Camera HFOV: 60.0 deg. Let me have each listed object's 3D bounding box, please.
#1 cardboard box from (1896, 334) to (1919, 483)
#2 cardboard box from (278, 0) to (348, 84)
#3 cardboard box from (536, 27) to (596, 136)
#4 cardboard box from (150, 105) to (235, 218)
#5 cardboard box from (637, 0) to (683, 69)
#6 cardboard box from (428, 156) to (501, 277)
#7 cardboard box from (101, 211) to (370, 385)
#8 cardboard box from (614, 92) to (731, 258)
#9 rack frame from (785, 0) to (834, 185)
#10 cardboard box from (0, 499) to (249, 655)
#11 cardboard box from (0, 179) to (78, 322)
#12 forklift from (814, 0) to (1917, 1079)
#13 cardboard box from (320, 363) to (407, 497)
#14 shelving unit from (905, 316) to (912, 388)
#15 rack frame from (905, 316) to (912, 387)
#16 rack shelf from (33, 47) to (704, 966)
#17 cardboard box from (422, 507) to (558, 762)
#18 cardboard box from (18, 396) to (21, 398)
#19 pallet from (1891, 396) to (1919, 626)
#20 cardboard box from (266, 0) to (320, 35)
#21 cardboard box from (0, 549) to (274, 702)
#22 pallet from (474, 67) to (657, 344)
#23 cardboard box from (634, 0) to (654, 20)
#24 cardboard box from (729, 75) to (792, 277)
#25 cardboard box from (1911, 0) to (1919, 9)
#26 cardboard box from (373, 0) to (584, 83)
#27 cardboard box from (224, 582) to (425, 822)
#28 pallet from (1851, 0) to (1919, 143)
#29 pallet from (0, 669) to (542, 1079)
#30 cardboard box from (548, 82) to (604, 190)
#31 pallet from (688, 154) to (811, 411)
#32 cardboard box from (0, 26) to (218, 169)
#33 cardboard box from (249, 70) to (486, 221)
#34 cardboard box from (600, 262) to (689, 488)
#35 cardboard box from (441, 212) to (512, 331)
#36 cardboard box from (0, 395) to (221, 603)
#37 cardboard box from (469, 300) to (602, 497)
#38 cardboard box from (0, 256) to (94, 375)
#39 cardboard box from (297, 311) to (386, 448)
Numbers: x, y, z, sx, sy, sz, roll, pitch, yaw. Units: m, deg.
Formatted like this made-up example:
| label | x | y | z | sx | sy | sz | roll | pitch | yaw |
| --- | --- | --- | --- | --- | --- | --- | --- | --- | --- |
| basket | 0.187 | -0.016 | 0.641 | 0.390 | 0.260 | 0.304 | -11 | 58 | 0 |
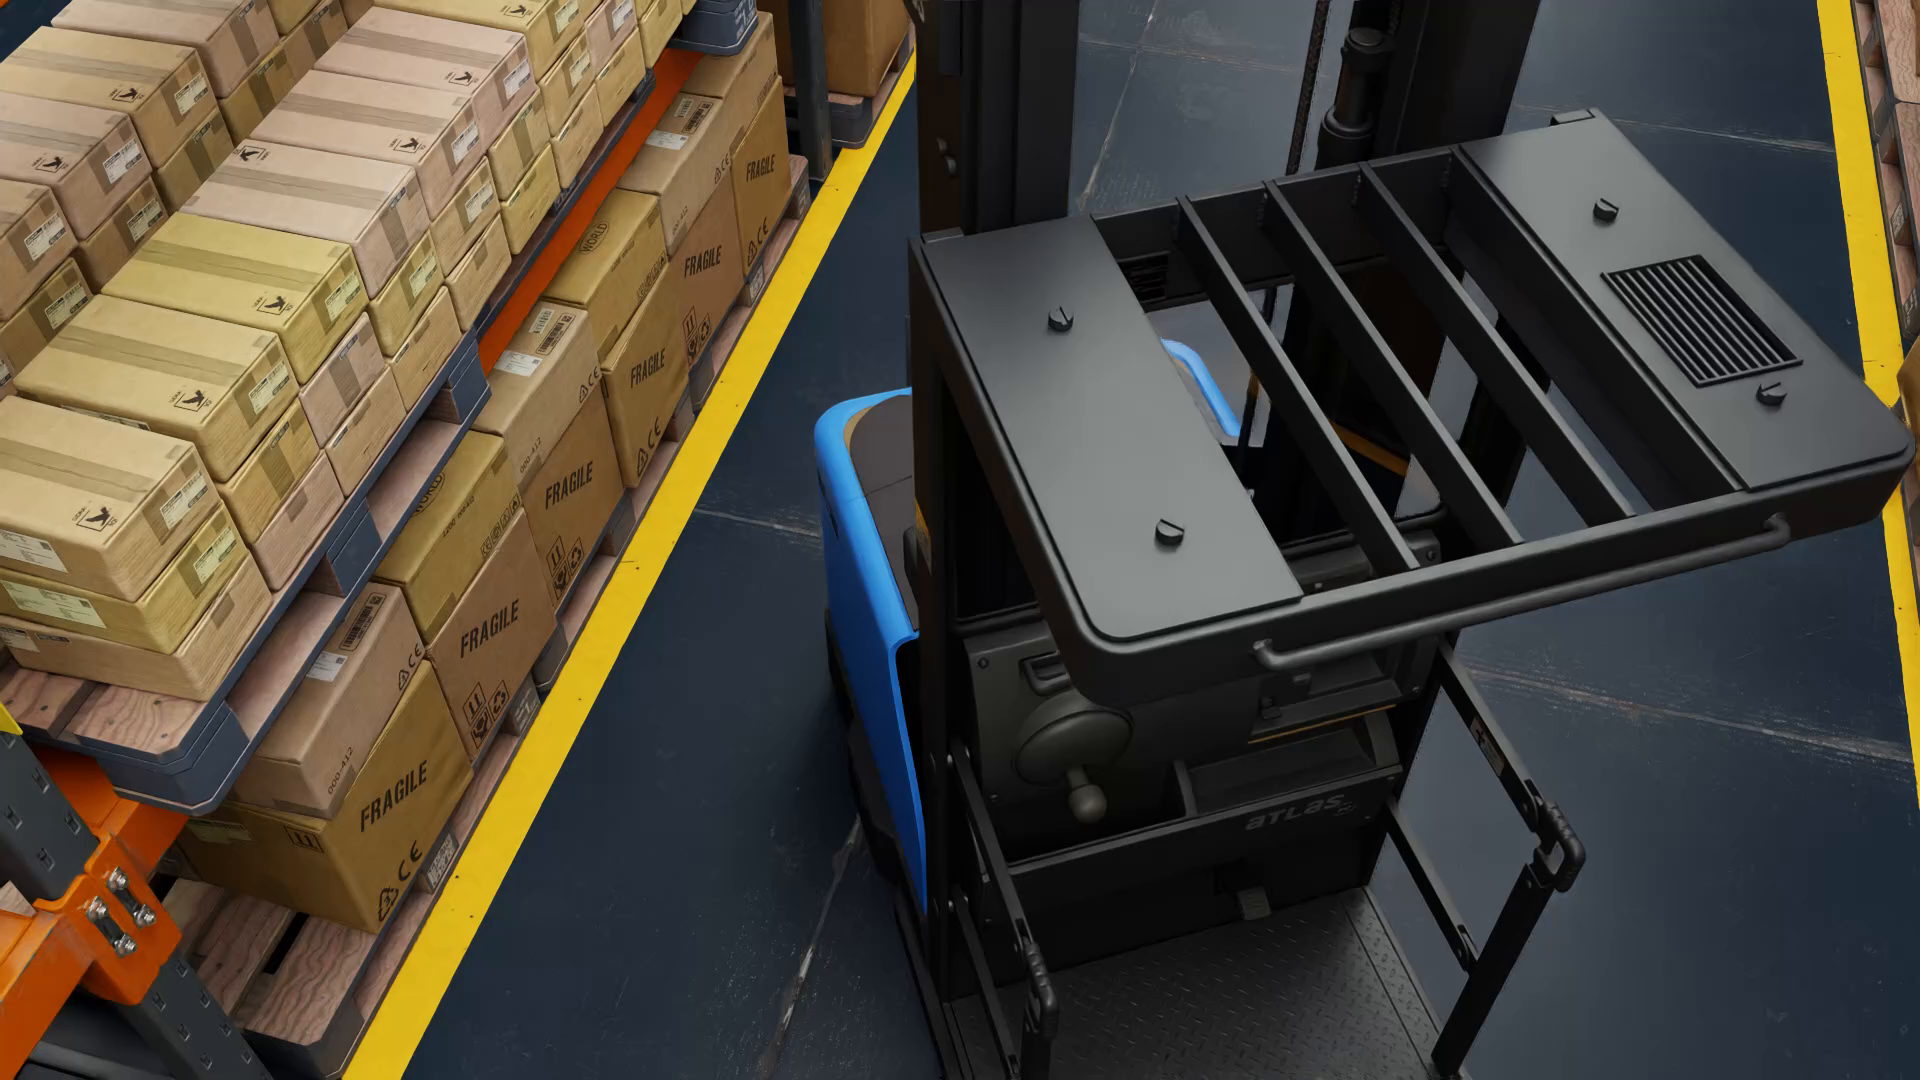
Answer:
| label | x | y | z | sx | sy | sz | roll | pitch | yaw |
| --- | --- | --- | --- | --- | --- | --- | --- | --- | --- |
| cardboard box | 3.561 | -0.408 | 4.747 | 1.225 | 0.875 | 0.875 | 9 | 49 | 8 |
| cardboard box | -1.722 | -1.236 | 4.029 | 0.380 | 0.149 | 0.250 | 13 | 50 | 11 |
| cardboard box | -1.092 | -1.106 | 3.915 | 0.380 | 0.149 | 0.250 | 11 | 49 | 9 |
| cardboard box | -1.861 | -0.863 | 3.700 | 0.380 | 0.149 | 0.250 | 9 | 49 | 8 |
| cardboard box | -0.955 | -1.388 | 4.362 | 0.380 | 0.149 | 0.250 | 10 | 49 | 8 |
| cardboard box | -1.231 | -0.733 | 3.585 | 0.380 | 0.149 | 0.250 | 13 | 50 | 12 |
| cardboard box | -1.364 | -0.461 | 3.147 | 0.380 | 0.149 | 0.250 | 12 | 50 | 10 |
| cardboard box | -1.046 | -1.166 | 5.165 | 0.500 | 0.250 | 0.500 | 12 | 50 | 11 |
| rack frame | -0.996 | -2.519 | 5.473 | 1.000 | 3.000 | 0.127 | 12 | 50 | 10 |
| cardboard box | -1.502 | 0.025 | 2.916 | 0.380 | 0.149 | 0.250 | 12 | 50 | 11 |
| cardboard box | -1.992 | -0.589 | 3.260 | 0.380 | 0.149 | 0.250 | 10 | 49 | 9 |
| forklift | 0.533 | 0.363 | 2.975 | 1.130 | 2.935 | 3.031 | -13 | 50 | -11 |
| cardboard box | -1.365 | -0.258 | 3.364 | 0.380 | 0.149 | 0.250 | 12 | 50 | 10 |
| shelving unit | -0.014 | -0.309 | 4.822 | 0.215 | 1.050 | 0.252 | 12 | 50 | 10 |
| rack frame | -0.046 | -0.220 | 4.744 | 0.200 | 1.050 | 0.008 | 12 | 50 | 10 |
| rack shelf | -1.523 | -0.835 | 4.466 | 1.077 | 0.370 | 4.000 | 12 | 50 | 10 |
| cardboard box | -1.461 | 0.197 | 4.463 | 0.500 | 0.500 | 0.500 | 14 | 50 | 12 |
| cardboard box | -2.068 | -0.196 | 3.310 | 0.380 | 0.149 | 0.250 | 12 | 50 | 10 |
| pallet | 3.482 | 0.011 | 5.100 | 1.003 | 0.211 | 1.213 | 12 | 50 | 10 |
| cardboard box | -1.718 | -1.345 | 3.927 | 0.380 | 0.149 | 0.250 | 11 | 49 | 10 |
| cardboard box | -1.502 | 0.124 | 3.027 | 0.380 | 0.149 | 0.250 | 9 | 49 | 8 |
| pallet | -1.478 | -1.016 | 4.274 | 1.003 | 0.211 | 1.213 | 12 | 50 | 10 |
| cardboard box | -0.956 | -1.482 | 4.246 | 0.380 | 0.149 | 0.250 | 11 | 50 | 10 |
| cardboard box | -0.917 | -1.304 | 5.787 | 0.500 | 0.500 | 0.500 | 11 | 50 | 10 |
| cardboard box | 4.342 | -2.493 | 6.824 | 0.700 | 0.500 | 0.500 | 8 | 49 | 7 |
| cardboard box | -1.095 | -1.204 | 3.803 | 0.380 | 0.149 | 0.250 | 13 | 50 | 11 |
| cardboard box | -1.600 | 0.332 | 3.844 | 0.500 | 0.250 | 0.500 | 10 | 49 | 8 |
| pallet | 4.292 | -1.989 | 6.865 | 1.003 | 0.211 | 1.213 | 12 | 50 | 10 |
| pallet | -1.846 | 0.733 | 4.462 | 1.003 | 0.211 | 1.213 | 12 | 50 | 10 |
| cardboard box | -1.094 | -1.003 | 4.022 | 0.380 | 0.149 | 0.250 | 10 | 49 | 8 |
| pallet | -1.203 | -1.032 | 6.020 | 1.003 | 0.211 | 1.213 | 12 | 50 | 10 |
| cardboard box | -1.855 | -0.956 | 3.584 | 0.380 | 0.149 | 0.250 | 10 | 49 | 9 |
| cardboard box | -1.229 | -0.826 | 3.469 | 0.380 | 0.149 | 0.250 | 11 | 50 | 10 |
| cardboard box | -1.181 | -0.543 | 5.116 | 0.500 | 0.500 | 0.500 | 10 | 49 | 8 |
| cardboard box | -1.231 | -0.623 | 3.687 | 0.380 | 0.149 | 0.250 | 10 | 49 | 8 |
| cardboard box | -1.502 | -0.073 | 2.804 | 0.380 | 0.149 | 0.250 | 14 | 50 | 12 |
| cardboard box | -1.323 | -0.422 | 4.509 | 0.500 | 0.250 | 0.500 | 13 | 50 | 11 |
| cardboard box | -1.998 | -0.477 | 3.359 | 0.380 | 0.149 | 0.250 | 14 | 50 | 12 |
| cardboard box | -1.368 | -0.349 | 3.247 | 0.380 | 0.149 | 0.250 | 13 | 50 | 11 |
